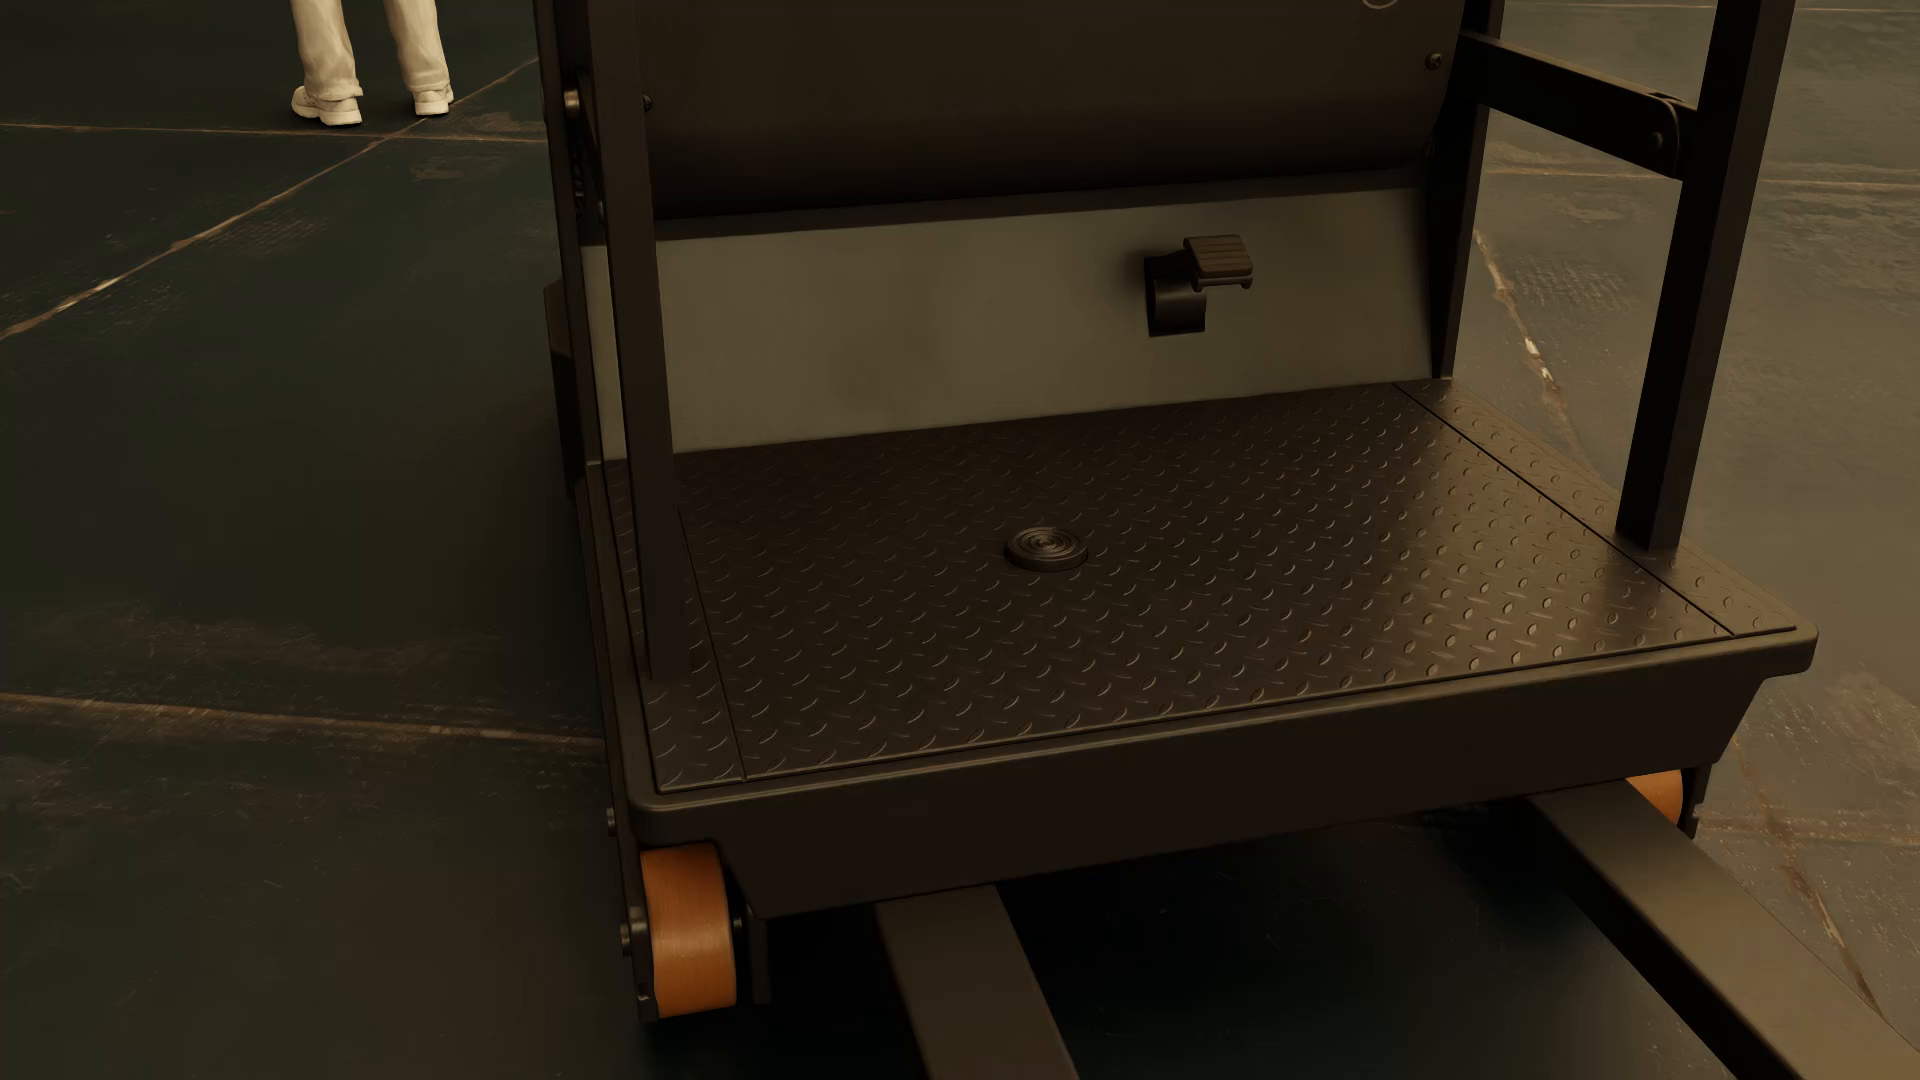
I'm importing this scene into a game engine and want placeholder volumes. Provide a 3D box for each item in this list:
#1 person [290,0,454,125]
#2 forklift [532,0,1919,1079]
[{"bbox_3d":[-1.814,-2.107,4.737,0.636,1.774,0.416,-15,30,-27],"label":"person"},{"bbox_3d":[0.153,-1.049,1.319,1.130,2.935,3.031,-7,27,-13],"label":"forklift"}]
